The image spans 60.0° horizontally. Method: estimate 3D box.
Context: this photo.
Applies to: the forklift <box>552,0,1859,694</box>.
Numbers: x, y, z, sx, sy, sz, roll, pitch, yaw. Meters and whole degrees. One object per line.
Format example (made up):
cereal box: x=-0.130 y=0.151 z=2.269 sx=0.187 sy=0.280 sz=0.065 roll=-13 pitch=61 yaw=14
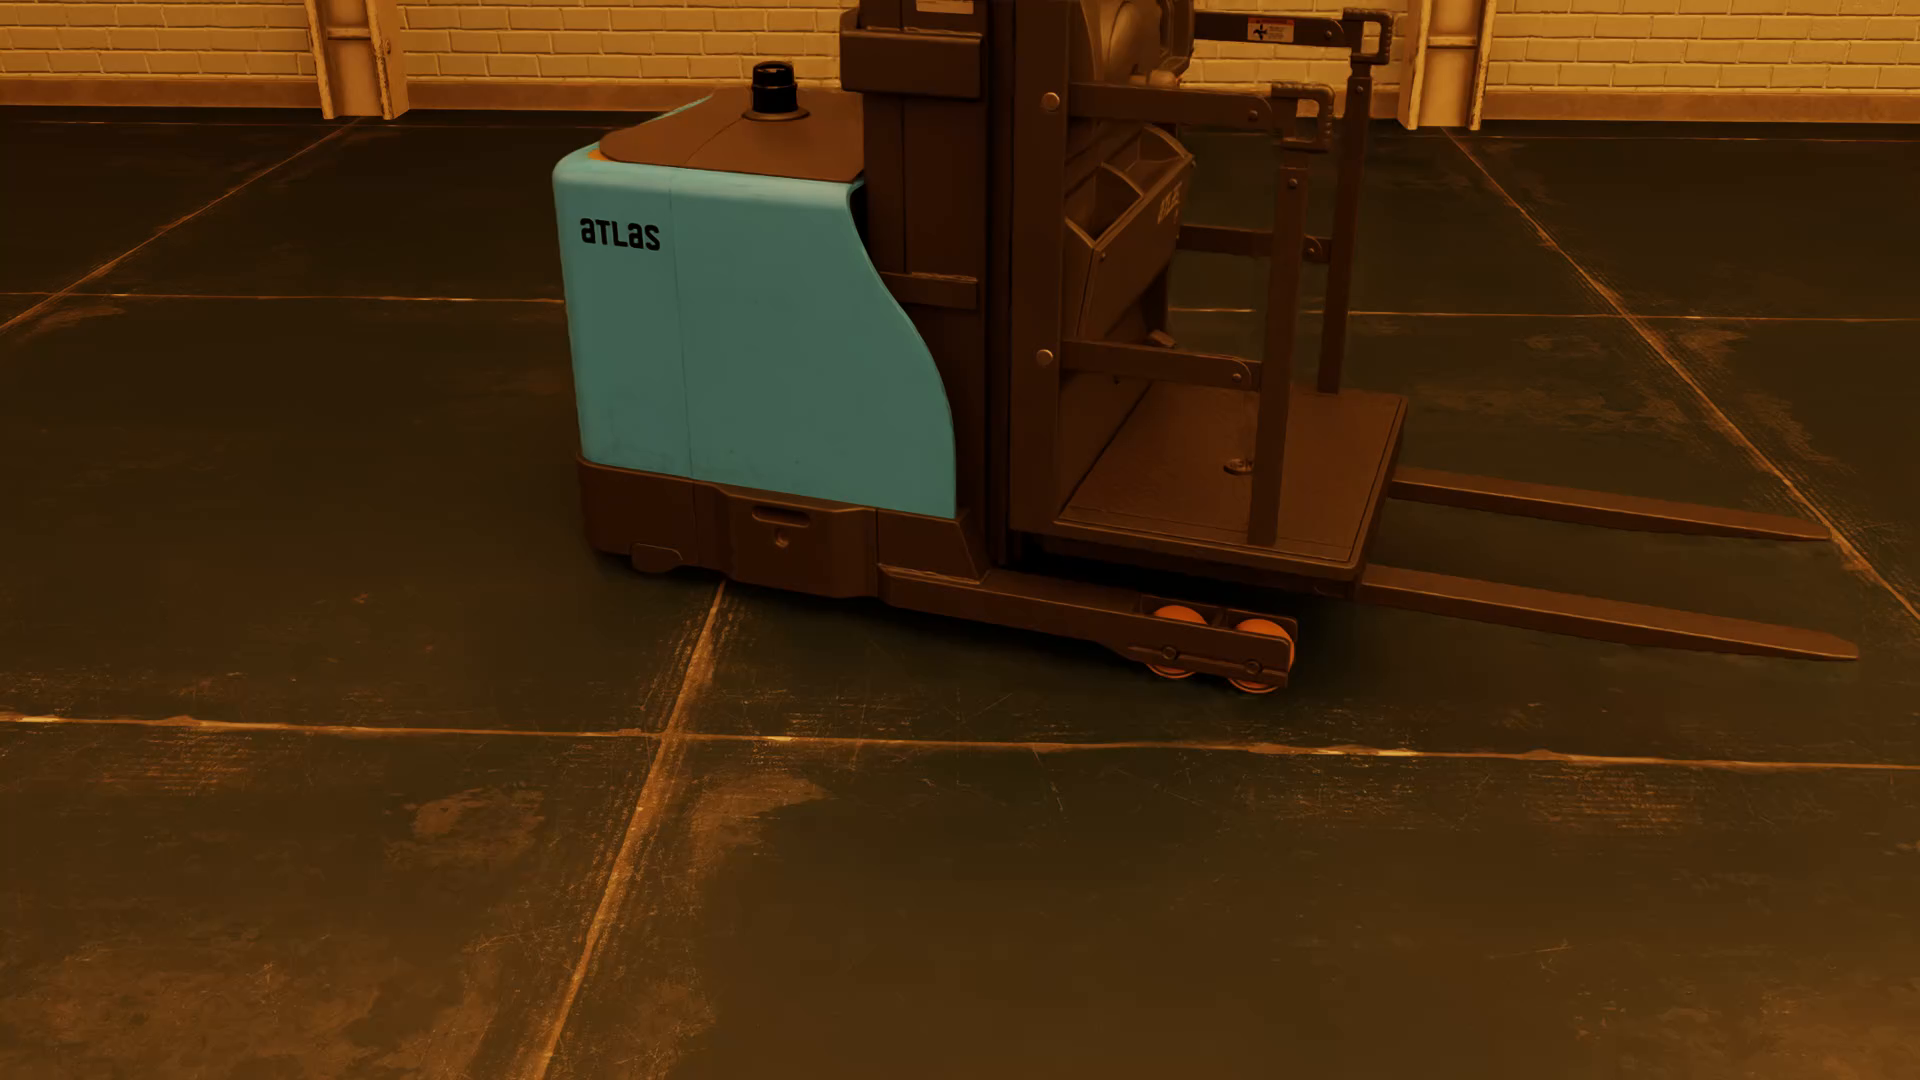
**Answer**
forklift: x=0.585 y=-1.229 z=3.699 sx=3.031 sy=2.935 sz=1.130 roll=9 pitch=28 yaw=18
